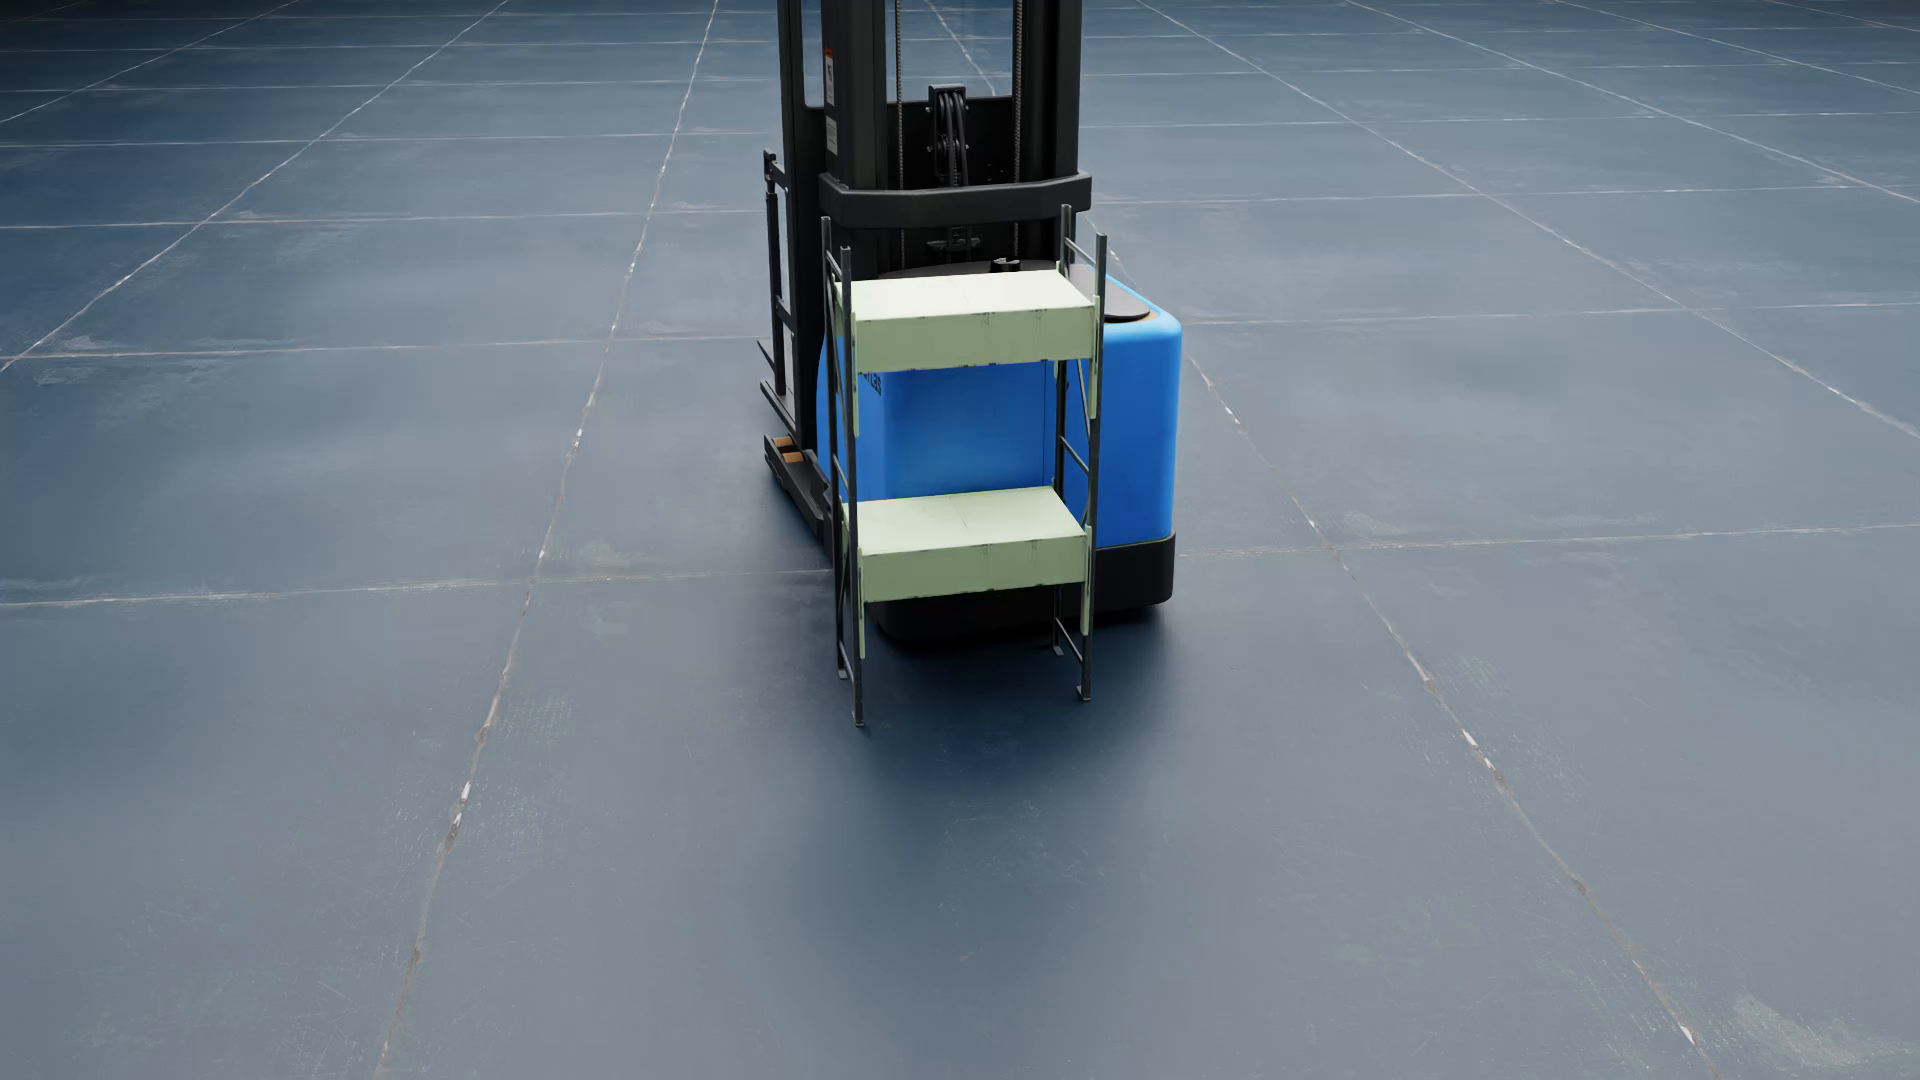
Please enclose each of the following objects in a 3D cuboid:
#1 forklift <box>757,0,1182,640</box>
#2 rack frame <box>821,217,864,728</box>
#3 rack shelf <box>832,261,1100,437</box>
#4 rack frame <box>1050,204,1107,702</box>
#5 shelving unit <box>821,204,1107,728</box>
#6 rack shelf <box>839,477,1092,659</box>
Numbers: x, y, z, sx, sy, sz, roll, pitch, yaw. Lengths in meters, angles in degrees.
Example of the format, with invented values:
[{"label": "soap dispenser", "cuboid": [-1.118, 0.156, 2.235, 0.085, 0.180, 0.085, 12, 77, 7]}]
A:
[{"label": "forklift", "cuboid": [-0.194, -1.581, 6.391, 1.130, 2.935, 3.031, -8, 25, -16]}, {"label": "rack frame", "cuboid": [-0.353, -0.186, 5.015, 0.023, 1.500, 0.400, -5, 24, -12]}, {"label": "rack shelf", "cuboid": [0.004, -0.575, 4.930, 0.720, 0.370, 0.431, -5, 24, -12]}, {"label": "rack frame", "cuboid": [0.361, -0.251, 5.162, 0.023, 1.500, 0.400, -5, 24, -12]}, {"label": "shelving unit", "cuboid": [0.004, -0.219, 5.088, 0.755, 1.500, 0.431, -5, 24, -12]}, {"label": "rack shelf", "cuboid": [0.004, 0.079, 5.221, 0.720, 0.370, 0.431, -5, 24, -12]}]
